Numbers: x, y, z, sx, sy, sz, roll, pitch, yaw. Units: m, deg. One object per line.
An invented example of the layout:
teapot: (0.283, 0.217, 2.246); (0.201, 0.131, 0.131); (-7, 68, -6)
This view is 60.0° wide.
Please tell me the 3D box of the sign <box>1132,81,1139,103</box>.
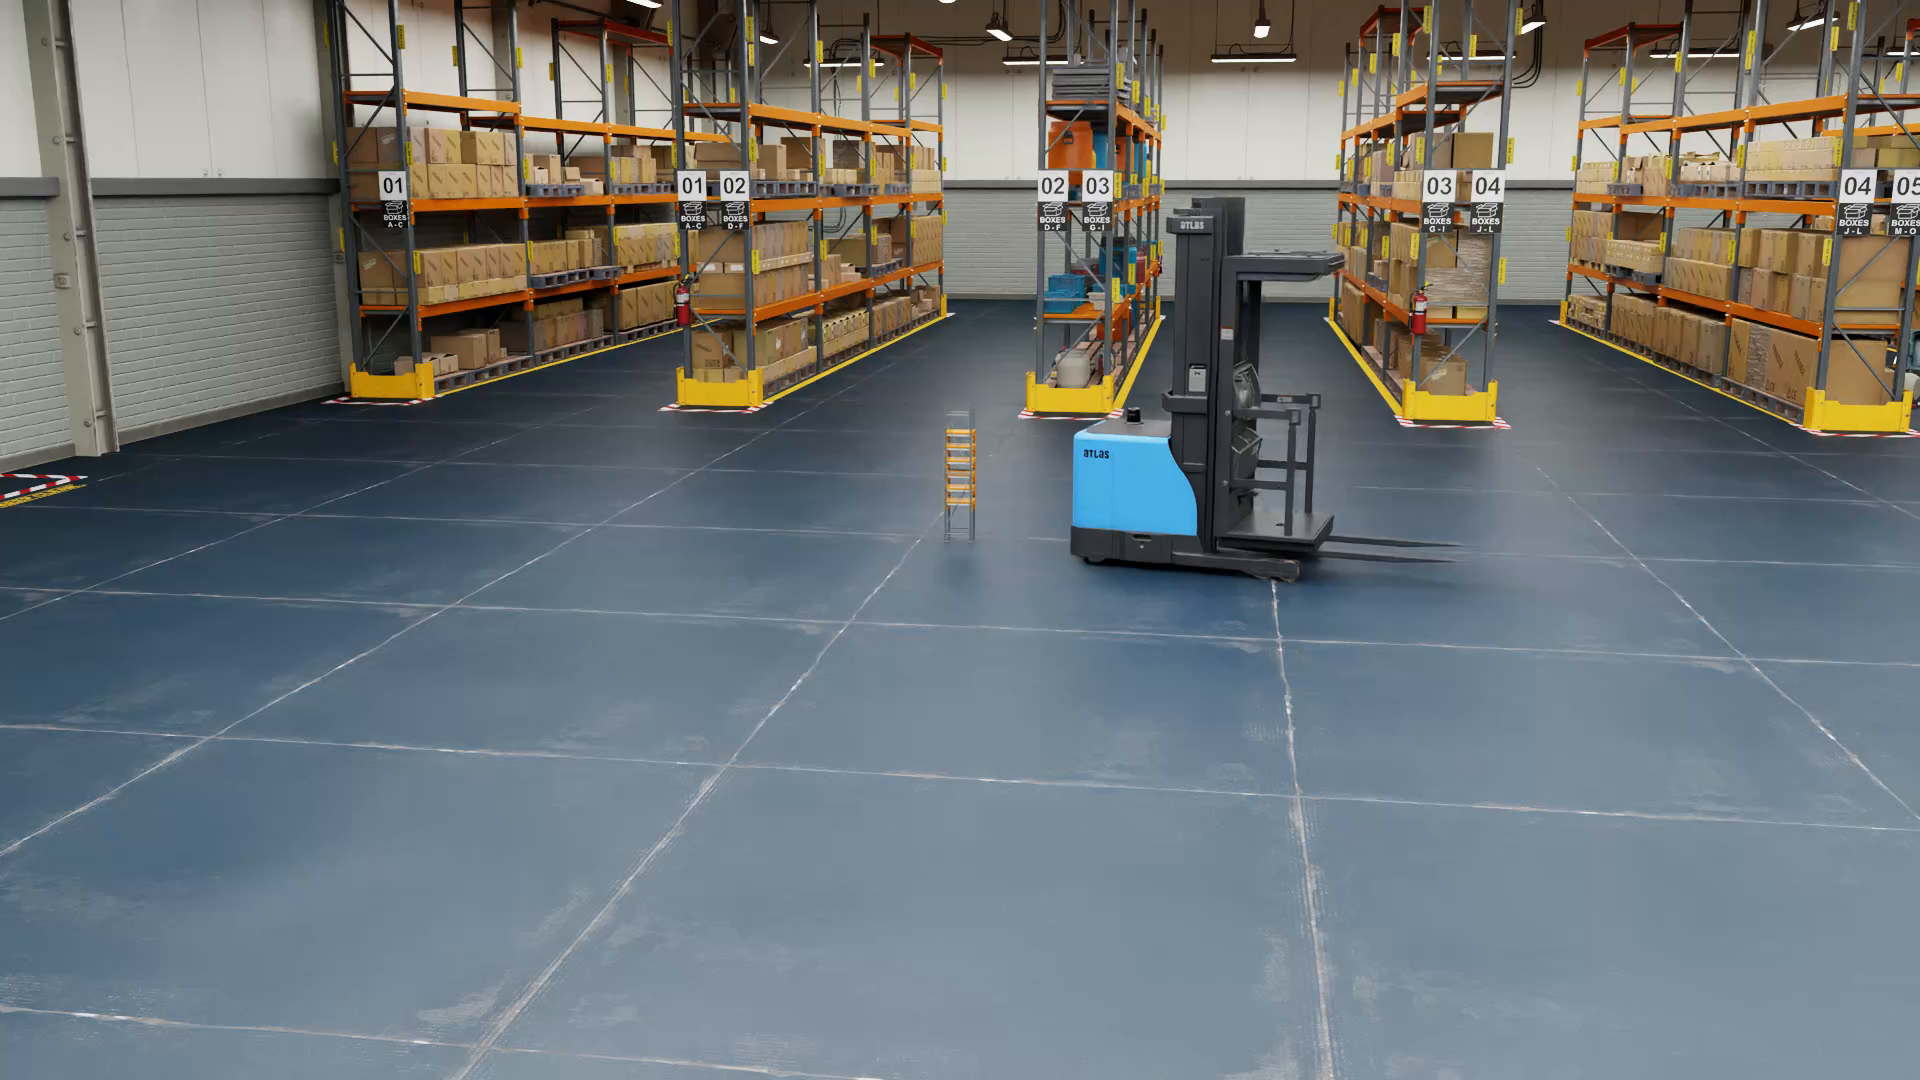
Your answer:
sign: (2.691, -6.861, 25.464); (0.100, 0.325, 0.005); (2, 12, 9)

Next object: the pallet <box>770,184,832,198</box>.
pallet: (-2.622, -5.768, 27.474); (0.805, 0.209, 1.217); (1, 12, 6)

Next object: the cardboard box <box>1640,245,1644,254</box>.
cardboard box: (12.247, -5.138, 29.400); (0.380, 0.149, 0.250); (2, 12, 10)

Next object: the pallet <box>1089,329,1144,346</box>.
pallet: (3.034, -3.939, 32.268); (1.003, 0.211, 1.213); (2, 12, 9)

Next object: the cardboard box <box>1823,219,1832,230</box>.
cardboard box: (18.253, -6.406, 34.487); (0.500, 0.500, 0.500); (2, 12, 7)

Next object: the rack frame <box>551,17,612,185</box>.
rack frame: (-7.025, -8.137, 30.889); (1.000, 3.000, 0.127); (2, 12, 9)

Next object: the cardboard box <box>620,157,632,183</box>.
cardboard box: (-6.880, -7.264, 32.677); (0.700, 0.500, 0.500); (3, 12, 12)

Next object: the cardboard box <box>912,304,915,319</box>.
cardboard box: (-1.236, -4.858, 35.253); (0.500, 0.311, 0.500); (2, 12, 9)

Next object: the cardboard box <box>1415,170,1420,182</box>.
cardboard box: (6.252, -4.824, 22.047); (0.380, 0.149, 0.250); (1, 12, 6)

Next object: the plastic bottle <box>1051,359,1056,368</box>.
plastic bottle: (1.383, -2.526, 24.499); (0.061, 0.283, 0.133); (2, 12, 10)

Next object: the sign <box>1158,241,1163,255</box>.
sign: (4.541, -6.614, 37.674); (0.100, 0.325, 0.005); (2, 12, 9)

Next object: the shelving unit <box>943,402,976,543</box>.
shelving unit: (-0.002, -0.584, 14.353); (0.258, 1.200, 0.189); (2, 12, 9)

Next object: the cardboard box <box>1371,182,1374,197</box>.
cardboard box: (7.334, -6.026, 28.571); (0.500, 0.250, 0.500); (2, 12, 10)

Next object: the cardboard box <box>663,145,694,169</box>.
cardboard box: (-6.023, -8.190, 35.597); (0.500, 0.500, 0.500); (2, 12, 8)

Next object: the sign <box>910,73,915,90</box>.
sign: (-0.965, -9.327, 33.818); (0.100, 0.325, 0.005); (2, 12, 9)

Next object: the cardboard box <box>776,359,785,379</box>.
cardboard box: (-2.907, -2.553, 24.749); (0.500, 0.250, 0.500); (2, 12, 9)

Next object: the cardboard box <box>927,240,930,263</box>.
cardboard box: (-0.935, -6.340, 36.553); (0.500, 0.500, 0.500); (2, 12, 8)

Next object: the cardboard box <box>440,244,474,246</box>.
cardboard box: (-8.002, -4.476, 26.670); (0.500, 0.500, 0.500); (2, 12, 8)

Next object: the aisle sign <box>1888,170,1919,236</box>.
aisle sign: (11.599, -4.122, 20.328); (0.394, 0.787, 0.004); (2, 12, 9)

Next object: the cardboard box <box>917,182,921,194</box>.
cardboard box: (-1.114, -7.467, 35.258); (0.500, 0.250, 0.500); (2, 12, 9)

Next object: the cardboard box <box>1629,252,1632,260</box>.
cardboard box: (12.366, -5.155, 30.186); (0.380, 0.149, 0.250); (2, 12, 10)

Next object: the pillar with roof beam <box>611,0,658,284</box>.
pillar with roof beam: (-2.903, -9.004, 34.911); (9.100, 9.000, 0.548); (2, 12, 9)

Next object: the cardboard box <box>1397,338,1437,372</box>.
cardboard box: (6.942, -2.791, 25.262); (0.500, 0.500, 0.500); (1, 12, 7)

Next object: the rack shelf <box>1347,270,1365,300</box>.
rack shelf: (7.966, -4.787, 31.294); (1.077, 0.370, 4.000); (2, 12, 9)

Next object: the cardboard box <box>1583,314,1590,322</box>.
cardboard box: (13.152, -4.597, 34.473); (0.380, 0.149, 0.250); (2, 12, 9)

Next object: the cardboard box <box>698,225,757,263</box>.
cardboard box: (-3.268, -4.170, 23.405); (0.700, 0.500, 0.500); (2, 12, 9)

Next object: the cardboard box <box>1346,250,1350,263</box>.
cardboard box: (8.082, -5.728, 33.601); (0.500, 0.250, 0.500); (2, 12, 8)

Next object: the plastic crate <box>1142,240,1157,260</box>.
plastic crate: (4.128, -6.519, 37.397); (0.616, 0.435, 0.499); (2, 12, 9)

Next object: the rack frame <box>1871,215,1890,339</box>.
rack frame: (18.065, -5.234, 31.660); (1.000, 3.000, 0.127); (2, 12, 9)

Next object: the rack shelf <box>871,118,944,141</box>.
rack shelf: (-1.207, -8.873, 36.019); (1.077, 0.370, 4.000); (2, 12, 9)

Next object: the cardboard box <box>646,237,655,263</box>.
cardboard box: (-6.458, -5.822, 33.395); (0.500, 0.500, 0.500); (2, 12, 10)

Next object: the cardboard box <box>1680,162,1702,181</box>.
cardboard box: (12.215, -6.074, 27.416); (0.500, 0.311, 0.500); (2, 12, 9)

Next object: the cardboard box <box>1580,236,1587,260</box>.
cardboard box: (13.287, -6.102, 34.745); (0.500, 0.500, 0.500); (2, 12, 9)

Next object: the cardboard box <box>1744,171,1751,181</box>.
cardboard box: (11.536, -5.241, 23.935); (0.380, 0.149, 0.250); (2, 12, 8)

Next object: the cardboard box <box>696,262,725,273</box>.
cardboard box: (-3.490, -3.831, 23.371); (0.380, 0.149, 0.250); (2, 12, 8)

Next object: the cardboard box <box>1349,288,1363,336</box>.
cardboard box: (7.930, -4.217, 30.989); (1.225, 0.875, 0.875); (2, 12, 9)

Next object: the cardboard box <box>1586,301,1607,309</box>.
cardboard box: (13.084, -4.832, 34.154); (0.380, 0.149, 0.250); (1, 12, 7)

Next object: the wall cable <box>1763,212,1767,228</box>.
wall cable: (19.525, -7.753, 40.864); (0.585, 1.953, 0.123); (2, 12, 9)

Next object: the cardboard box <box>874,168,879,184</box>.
cardboard box: (-2.017, -6.758, 31.372); (0.910, 0.500, 0.500); (2, 12, 9)

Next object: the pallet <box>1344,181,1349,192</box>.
pallet: (8.599, -7.401, 34.807); (1.003, 0.211, 1.213); (2, 12, 9)

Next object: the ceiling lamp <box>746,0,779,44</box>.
ceiling lamp: (-3.766, -11.558, 32.910); (0.800, 3.185, 2.000); (2, 12, 9)

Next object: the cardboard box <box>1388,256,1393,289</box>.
cardboard box: (6.913, -3.992, 24.956); (0.875, 0.500, 0.500); (2, 12, 9)

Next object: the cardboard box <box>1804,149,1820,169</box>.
cardboard box: (11.190, -4.883, 21.327); (0.500, 0.250, 0.500); (2, 12, 9)

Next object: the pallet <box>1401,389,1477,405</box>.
pallet: (6.599, -1.878, 22.706); (1.003, 0.211, 1.213); (2, 12, 9)

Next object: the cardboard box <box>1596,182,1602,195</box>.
cardboard box: (13.133, -7.087, 33.493); (0.500, 0.250, 0.500); (2, 12, 8)

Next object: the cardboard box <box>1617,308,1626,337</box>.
cardboard box: (12.703, -4.101, 31.341); (0.500, 0.500, 0.500); (2, 12, 11)

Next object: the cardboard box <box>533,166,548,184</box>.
cardboard box: (-7.382, -6.239, 28.417); (0.500, 0.311, 0.500); (2, 12, 10)

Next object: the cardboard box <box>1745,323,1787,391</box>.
cardboard box: (11.628, -2.558, 23.291); (0.875, 0.875, 0.875); (2, 12, 9)

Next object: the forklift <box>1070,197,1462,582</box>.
forklift: (2.477, -1.231, 13.248); (3.031, 2.935, 1.130); (5, 13, 20)

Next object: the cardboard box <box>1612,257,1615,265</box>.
cardboard box: (12.565, -5.279, 31.468); (0.380, 0.149, 0.250); (2, 12, 9)

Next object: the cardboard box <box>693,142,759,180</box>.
cardboard box: (-3.268, -5.289, 23.221); (0.797, 0.503, 0.637); (3, 12, 13)

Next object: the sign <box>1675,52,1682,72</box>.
sign: (12.006, -7.984, 27.777); (0.100, 0.325, 0.005); (2, 12, 9)

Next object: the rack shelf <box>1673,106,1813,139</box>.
rack shelf: (12.236, -6.510, 25.997); (1.077, 0.370, 4.000); (2, 12, 9)

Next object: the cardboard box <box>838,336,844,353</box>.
cardboard box: (-2.281, -3.363, 28.508); (0.500, 0.250, 0.500); (1, 12, 7)

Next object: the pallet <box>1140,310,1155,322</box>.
pallet: (3.829, -5.015, 37.262); (1.003, 0.211, 1.213); (2, 12, 9)

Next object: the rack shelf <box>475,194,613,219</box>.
rack shelf: (-7.333, -5.902, 29.349); (1.077, 0.370, 4.000); (2, 12, 9)
